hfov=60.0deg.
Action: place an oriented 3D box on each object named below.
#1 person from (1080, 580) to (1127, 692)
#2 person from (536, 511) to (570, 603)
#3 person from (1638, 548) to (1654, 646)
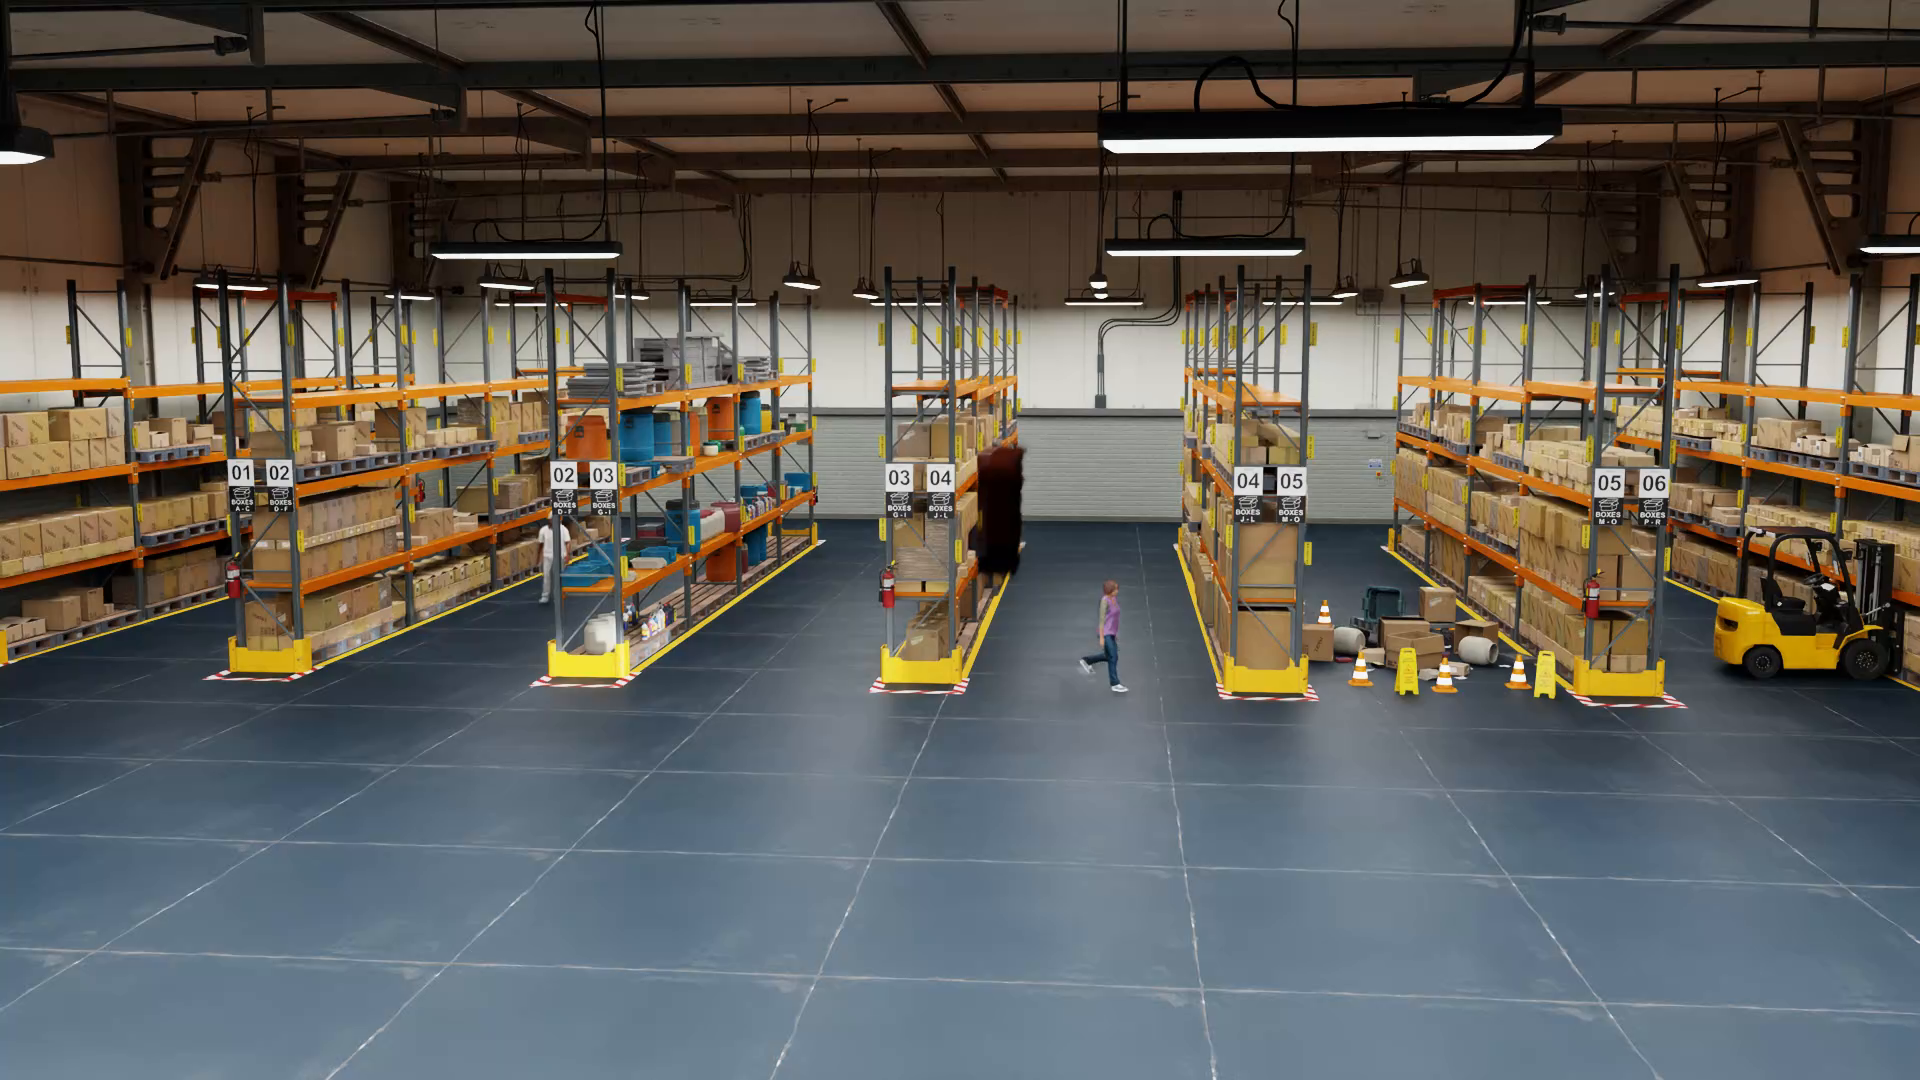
[{"bbox_3d":[2.076,1.341,23.728,0.797,1.562,0.456,3,8,26],"label":"person"},{"bbox_3d":[-7.719,0.305,31.477,0.669,1.695,1.067,-1,7,-4],"label":"person"},{"bbox_3d":[11.163,0.937,27.014,0.436,1.596,0.442,1,7,5],"label":"person"}]
